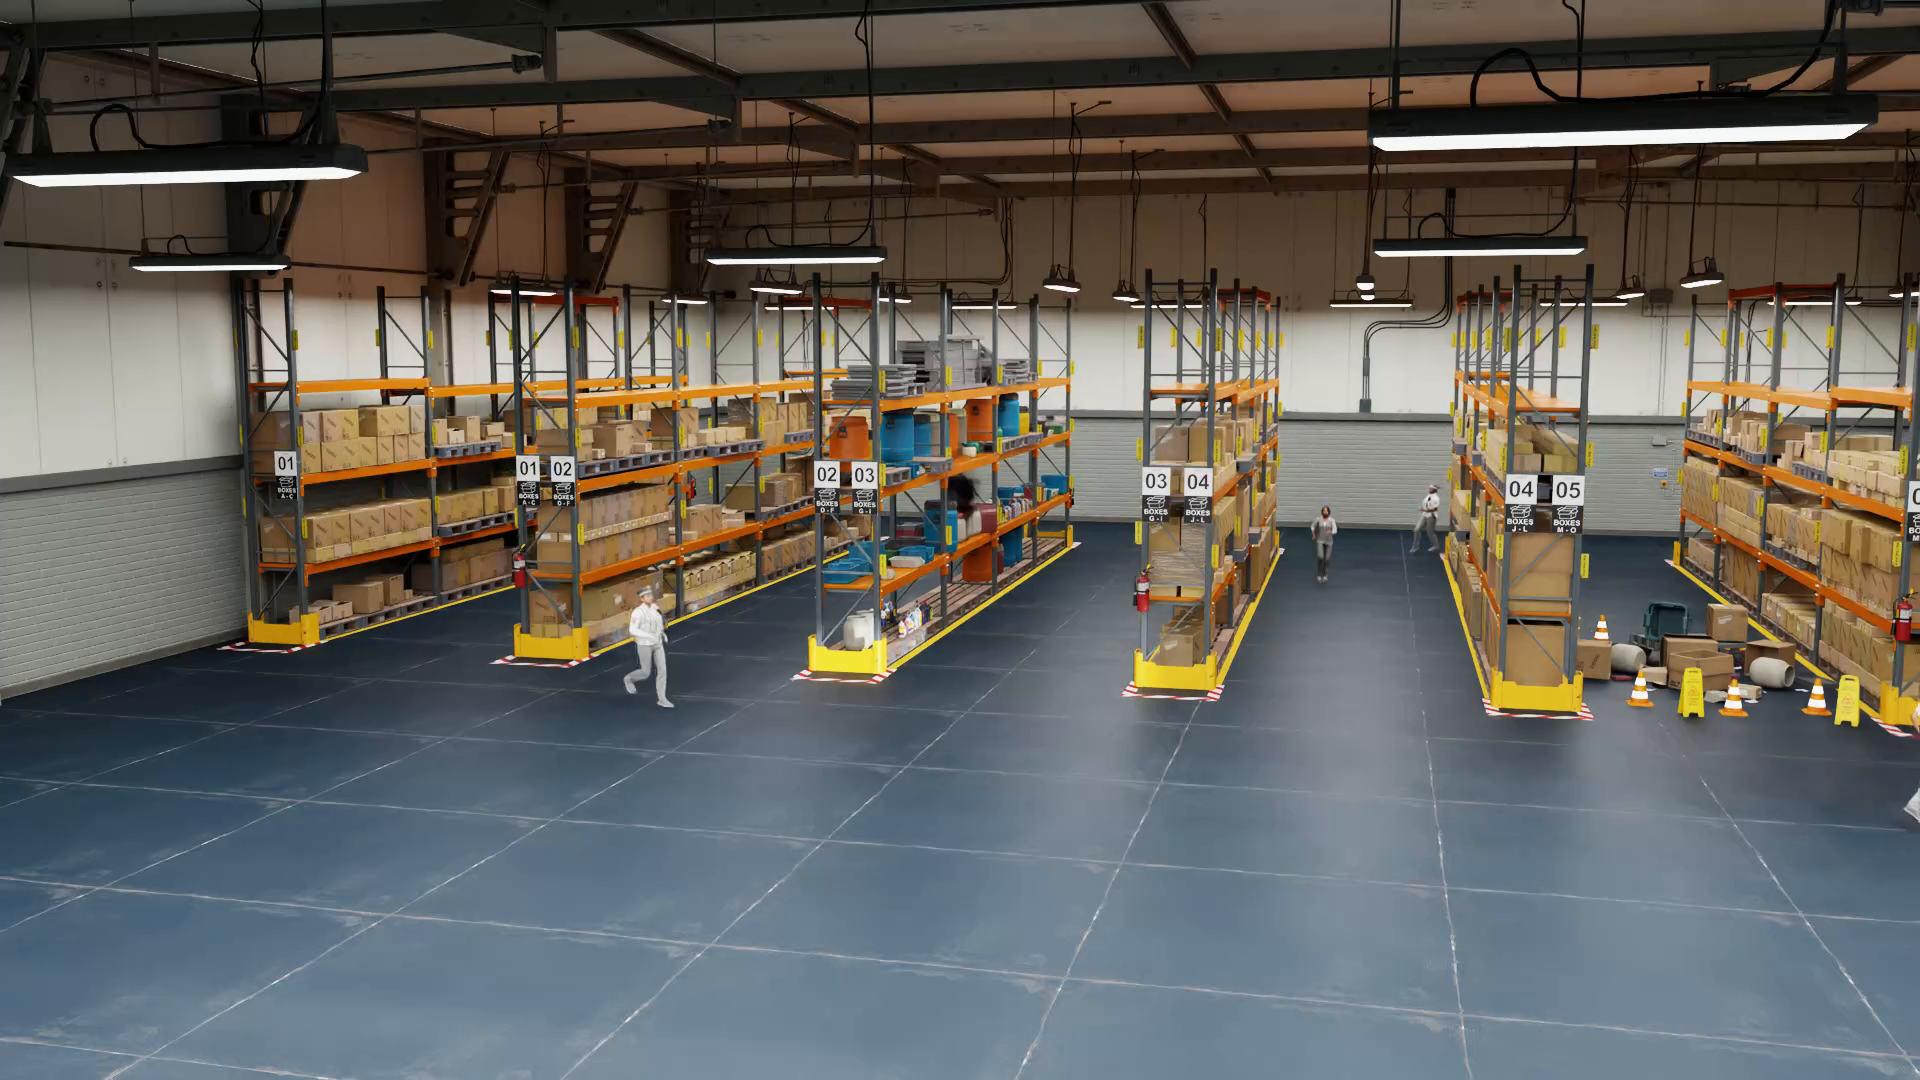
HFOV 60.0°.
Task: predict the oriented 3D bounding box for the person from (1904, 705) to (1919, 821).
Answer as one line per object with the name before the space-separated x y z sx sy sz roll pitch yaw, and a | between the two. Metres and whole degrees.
person | 9.989 2.170 16.851 0.579 1.729 0.748 -5 9 -37

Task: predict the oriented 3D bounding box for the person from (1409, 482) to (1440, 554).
person | 10.994 -0.512 39.023 0.790 1.696 0.583 -2 7 -20

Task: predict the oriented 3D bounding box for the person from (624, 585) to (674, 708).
person | -4.262 1.443 22.859 0.913 1.675 0.630 6 9 40

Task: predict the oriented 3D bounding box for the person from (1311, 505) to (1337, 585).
person | 7.514 0.098 34.329 0.503 1.627 0.691 1 7 6
